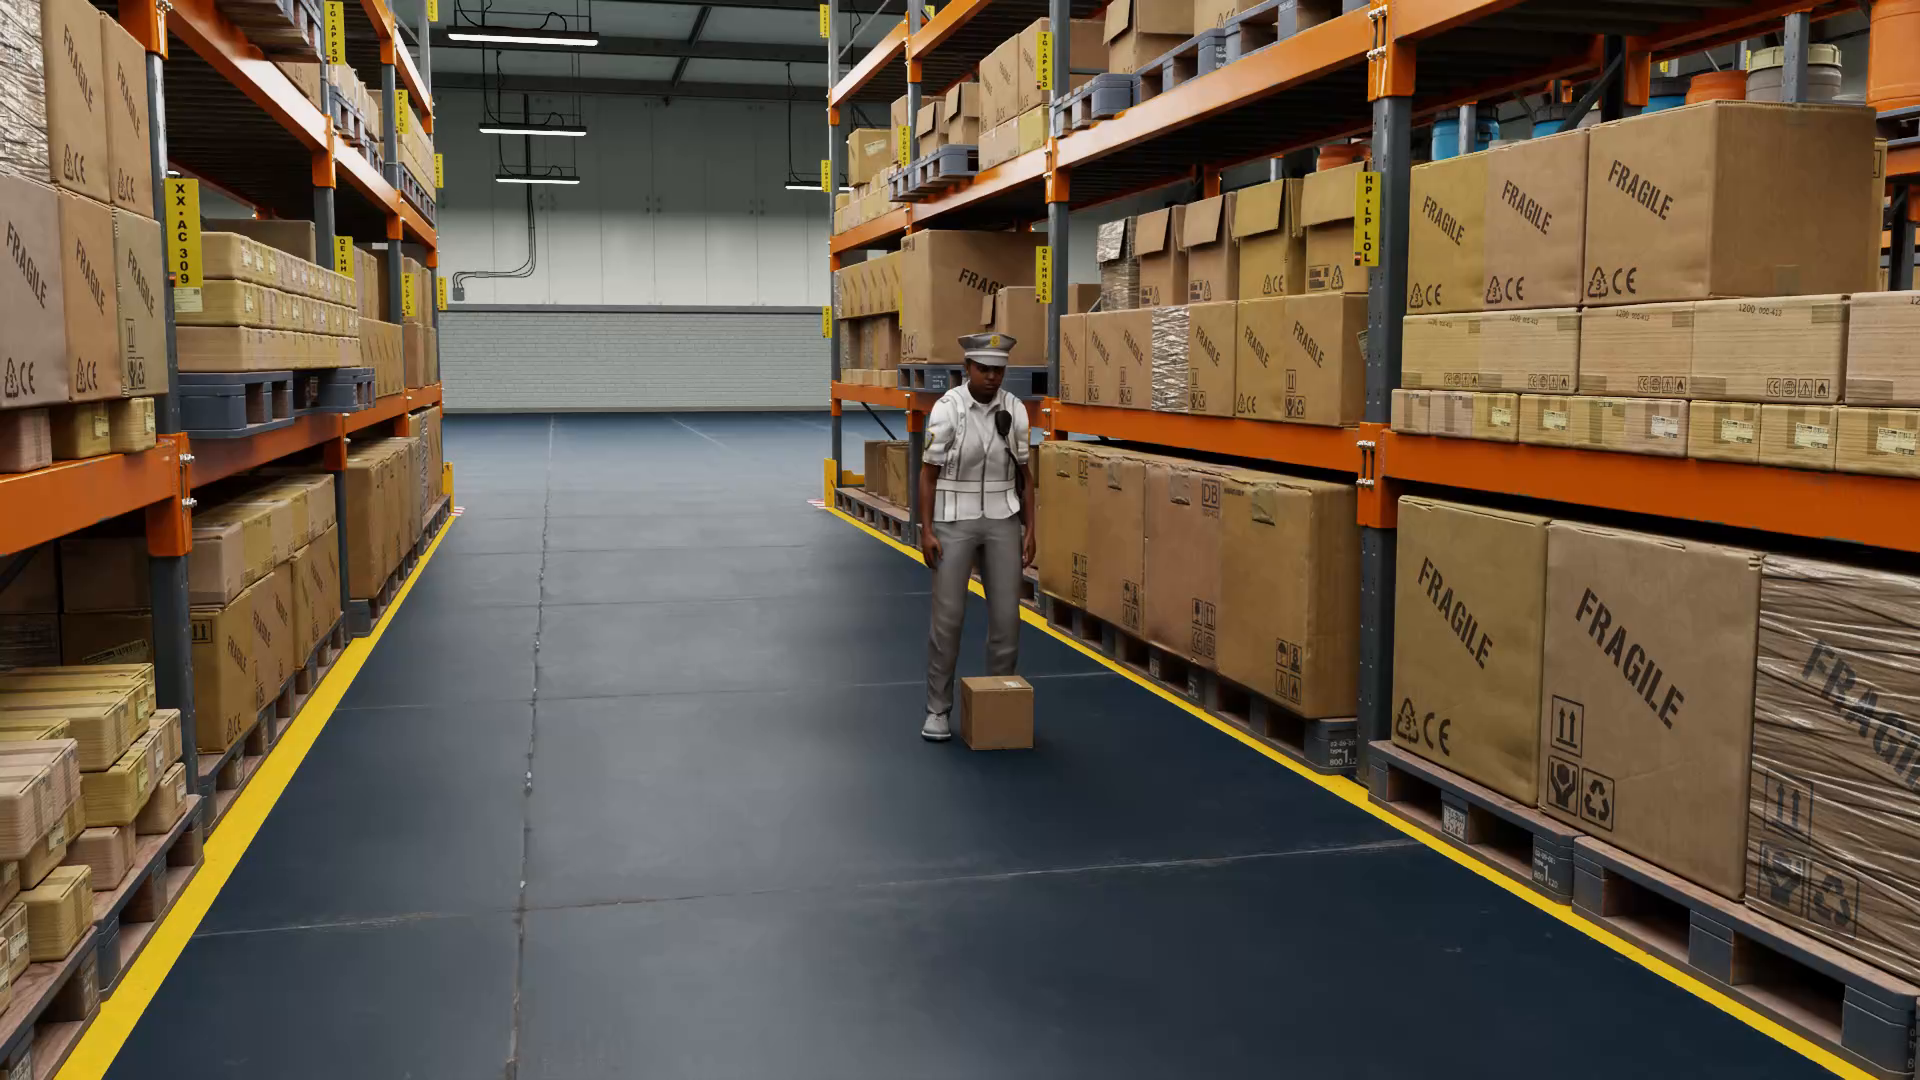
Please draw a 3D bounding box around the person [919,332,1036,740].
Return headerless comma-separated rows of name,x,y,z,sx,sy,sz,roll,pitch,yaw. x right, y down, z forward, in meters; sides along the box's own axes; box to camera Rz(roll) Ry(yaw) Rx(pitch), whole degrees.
person,0.070,-0.024,6.899,0.506,1.659,0.392,-1,6,-13
